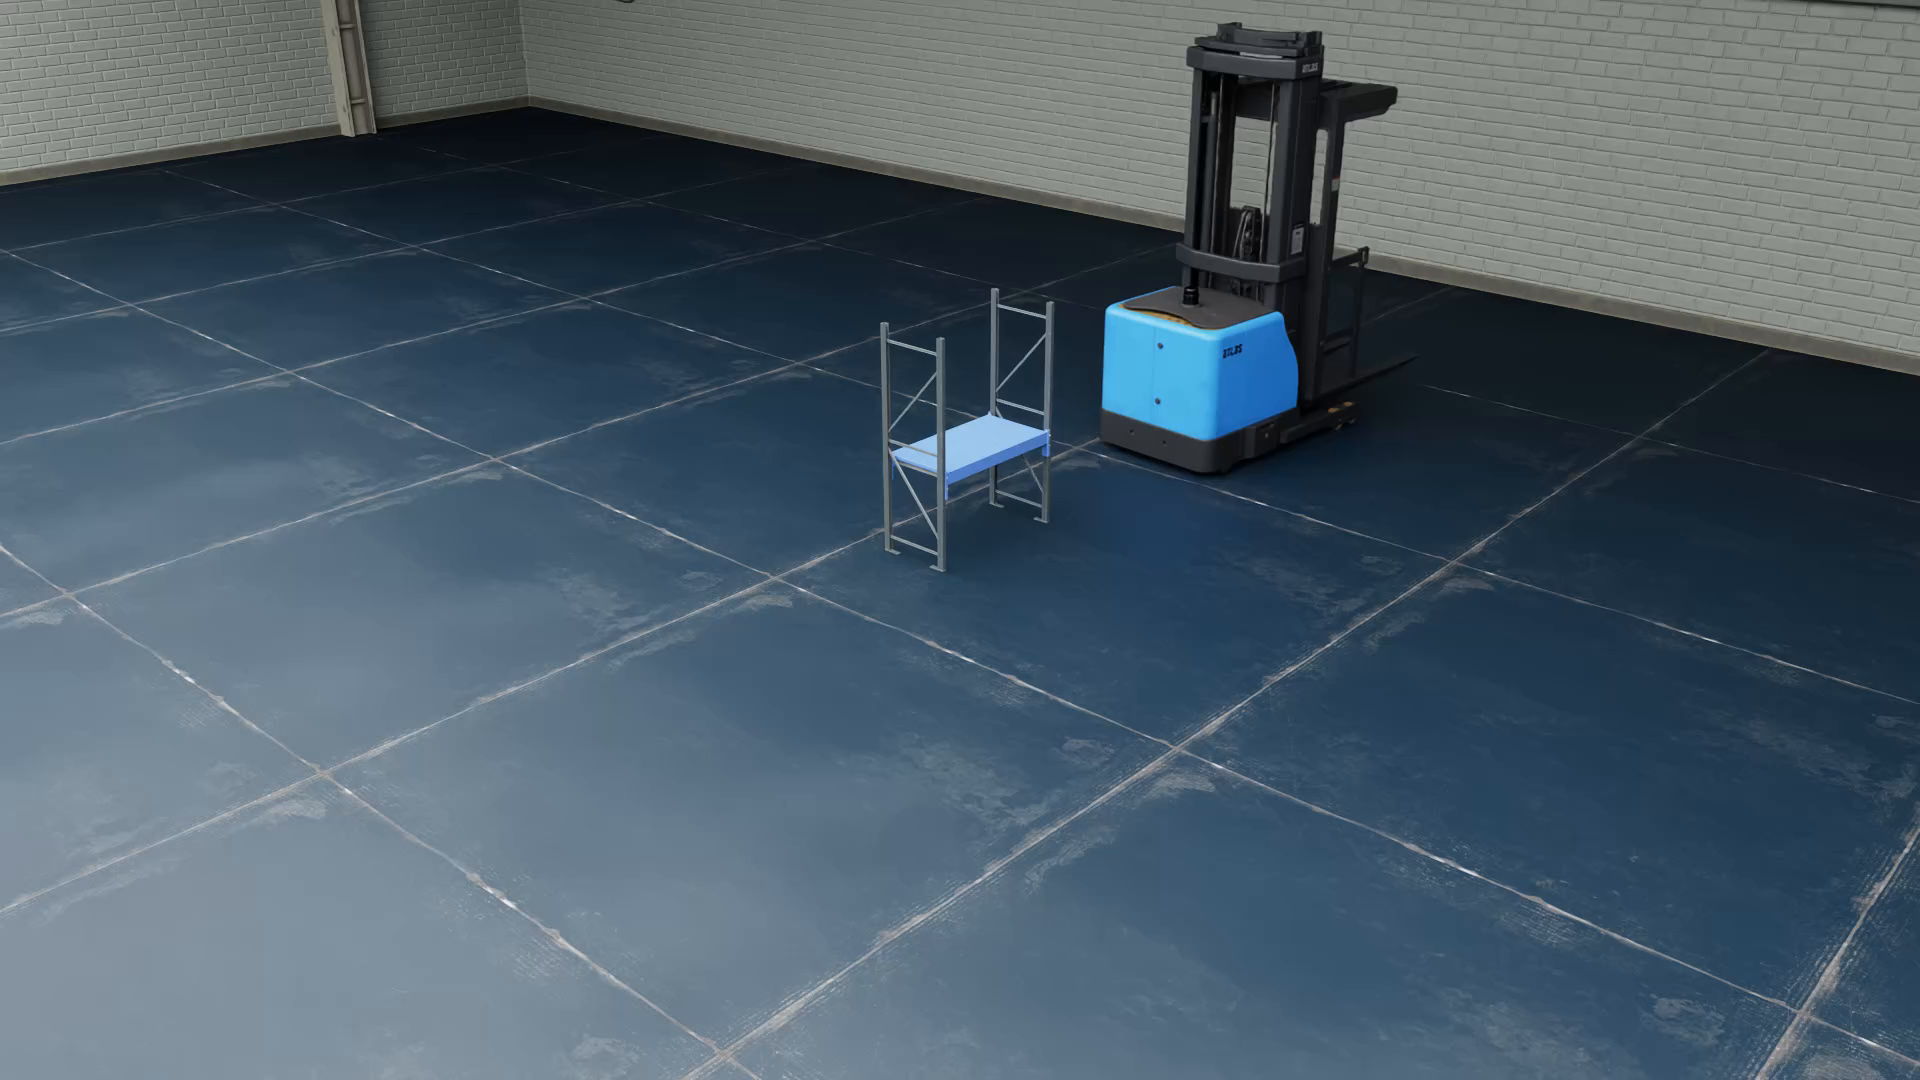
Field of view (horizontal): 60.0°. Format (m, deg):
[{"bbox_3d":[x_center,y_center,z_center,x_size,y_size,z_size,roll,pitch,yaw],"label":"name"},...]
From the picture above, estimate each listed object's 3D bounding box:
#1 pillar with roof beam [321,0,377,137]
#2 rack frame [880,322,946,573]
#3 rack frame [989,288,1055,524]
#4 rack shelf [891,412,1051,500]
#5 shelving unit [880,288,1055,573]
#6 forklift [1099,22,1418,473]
[{"bbox_3d":[-5.339,-8.708,19.172,9.100,9.000,0.400,20,31,38],"label":"pillar with roof beam"},{"bbox_3d":[-0.282,-0.555,10.156,0.500,1.500,0.032,20,31,38],"label":"rack frame"},{"bbox_3d":[0.396,-0.865,10.847,0.500,1.500,0.032,20,31,38],"label":"rack frame"},{"bbox_3d":[0.057,-0.546,10.575,0.538,0.185,1.000,20,31,38],"label":"rack shelf"},{"bbox_3d":[0.057,-0.710,10.501,0.538,1.500,1.048,20,31,38],"label":"shelving unit"},{"bbox_3d":[2.429,-2.309,12.318,3.031,2.935,1.130,-22,32,-40],"label":"forklift"}]
